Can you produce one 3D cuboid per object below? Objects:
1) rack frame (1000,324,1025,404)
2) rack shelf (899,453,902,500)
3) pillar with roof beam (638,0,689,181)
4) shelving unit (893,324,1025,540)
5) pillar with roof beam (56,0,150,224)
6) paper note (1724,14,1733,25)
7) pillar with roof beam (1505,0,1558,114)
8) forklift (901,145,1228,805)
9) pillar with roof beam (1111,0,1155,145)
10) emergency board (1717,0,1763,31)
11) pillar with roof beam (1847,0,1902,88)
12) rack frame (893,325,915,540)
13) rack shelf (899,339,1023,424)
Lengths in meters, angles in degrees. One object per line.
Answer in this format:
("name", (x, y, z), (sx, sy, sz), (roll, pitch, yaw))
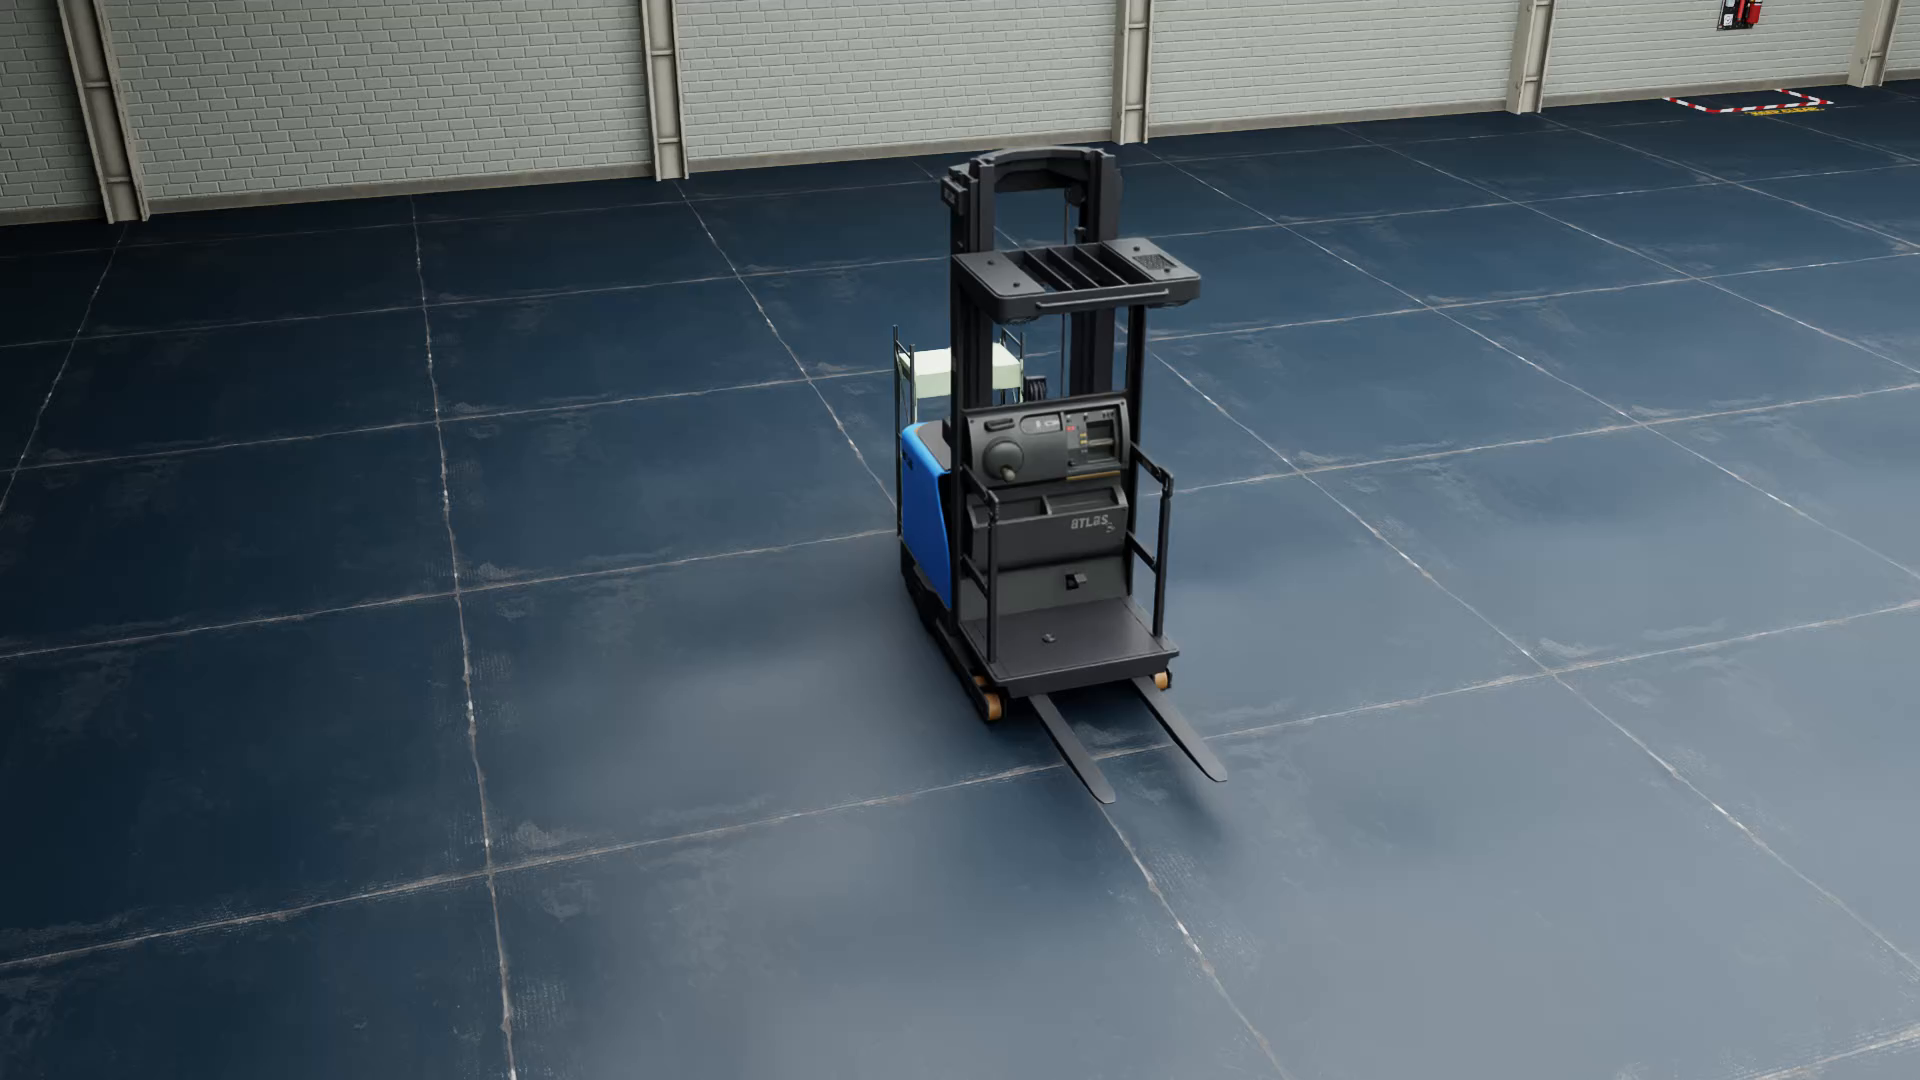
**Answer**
("rack frame", (0.342, -0.721, 11.010), (0.023, 1.500, 0.400), (-8, 28, -16))
("rack shelf", (-0.006, -0.379, 11.054), (0.720, 0.370, 0.431), (-8, 28, -16))
("pillar with roof beam", (-2.160, -6.595, 14.409), (0.400, 9.000, 9.100), (-8, 28, -16))
("shelving unit", (-0.006, -0.671, 10.909), (0.755, 1.500, 0.431), (-8, 28, -16))
("pillar with roof beam", (-7.865, -5.769, 12.745), (0.400, 9.000, 9.100), (-8, 28, -16))
("paper note", (11.071, -7.493, 23.955), (0.142, 0.148, 0.016), (-8, 28, -16))
("pillar with roof beam", (9.250, -8.248, 17.738), (0.400, 9.000, 9.100), (-8, 28, -16))
("forklift", (0.560, -0.507, 8.969), (1.130, 2.935, 3.031), (-8, 28, -16))
("pillar with roof beam", (3.545, -7.421, 16.073), (0.400, 9.000, 9.100), (-8, 28, -16))
("emergency board", (11.260, -7.883, 23.749), (0.643, 1.169, 0.194), (-8, 28, -16))
("pillar with roof beam", (14.955, -9.074, 19.402), (0.400, 9.000, 9.100), (-8, 28, -16))
("rack frame", (-0.354, -0.620, 10.807), (0.023, 1.500, 0.400), (-8, 28, -16))
("rack shelf", (-0.006, -1.020, 10.735), (0.720, 0.370, 0.431), (-8, 28, -16))
